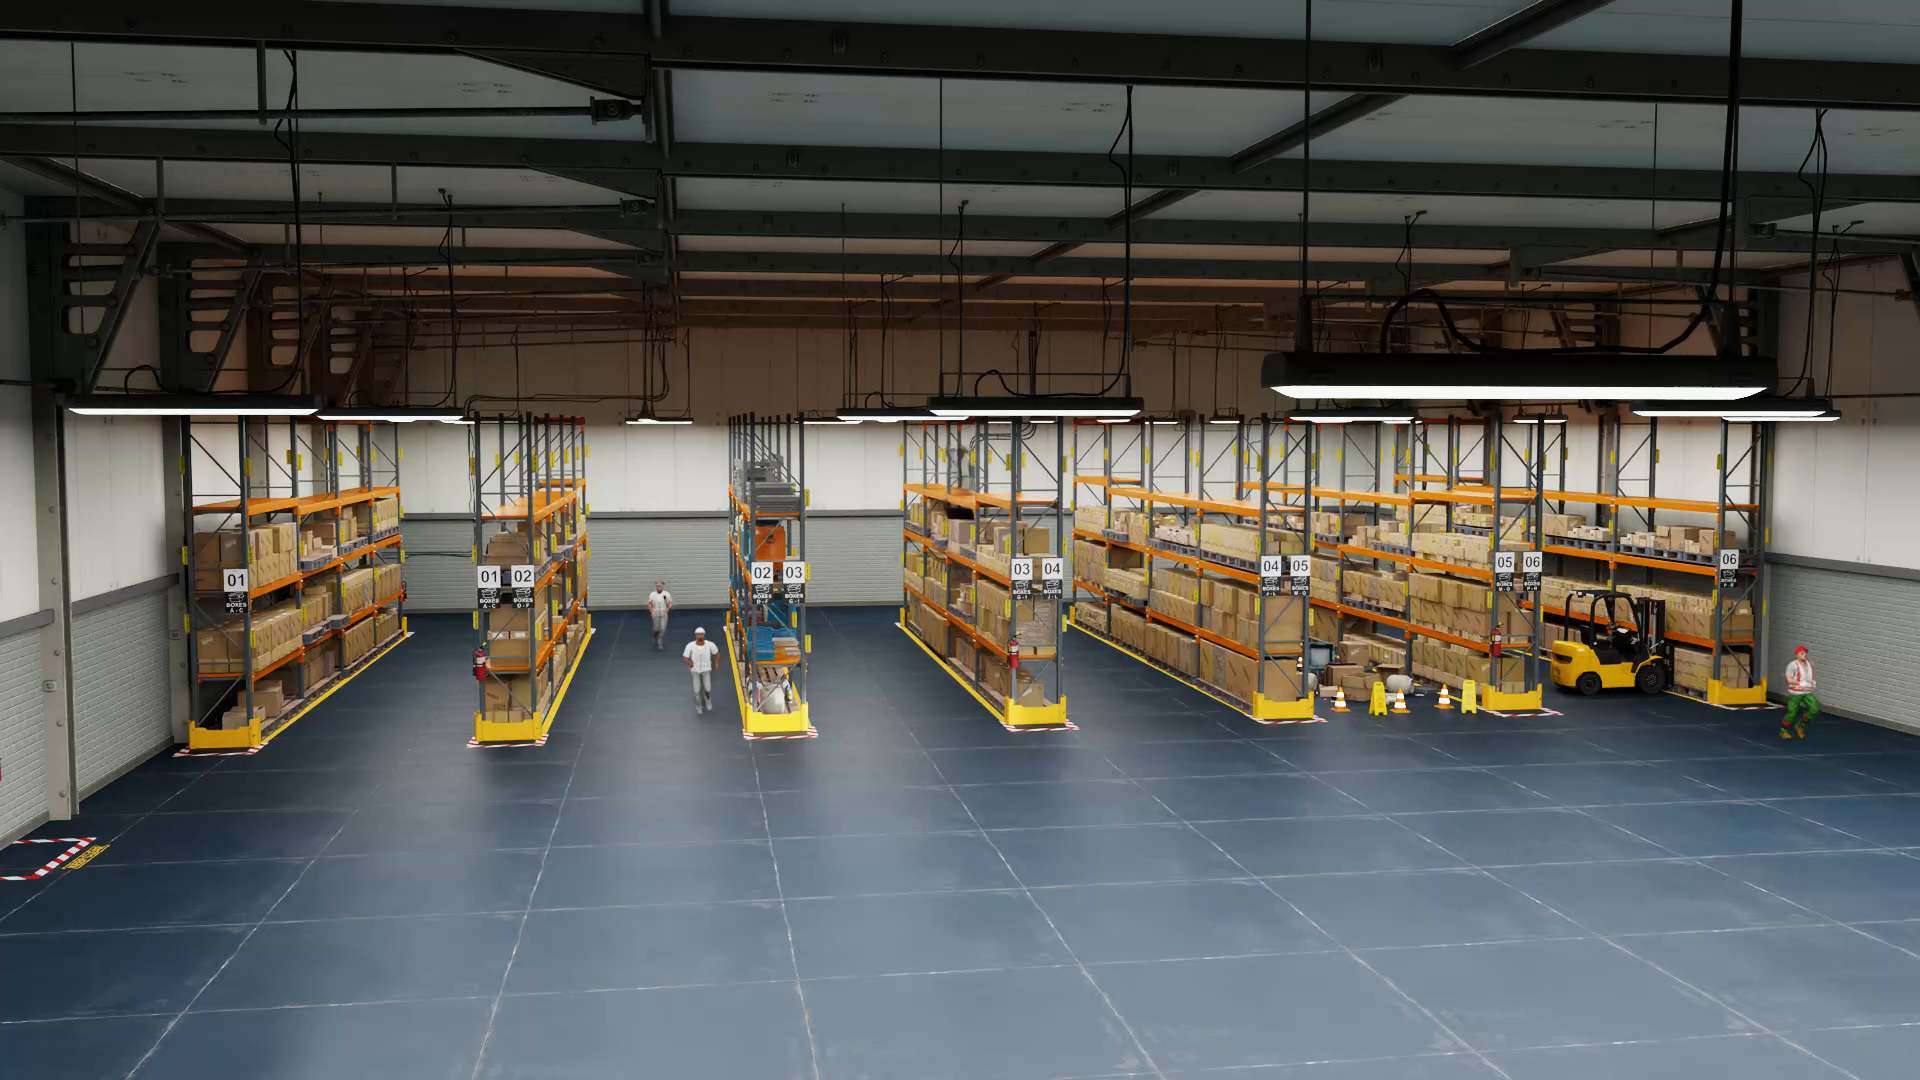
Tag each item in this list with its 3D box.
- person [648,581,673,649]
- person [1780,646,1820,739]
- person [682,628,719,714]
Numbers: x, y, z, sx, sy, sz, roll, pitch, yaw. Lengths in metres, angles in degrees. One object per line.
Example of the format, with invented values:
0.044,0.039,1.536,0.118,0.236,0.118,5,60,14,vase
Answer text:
-7.760,1.928,43.104,0.653,1.758,0.645,-1,4,-10,person
15.274,2.776,30.151,0.684,1.733,0.826,0,4,-6,person
-5.150,2.609,33.075,0.738,1.728,0.582,-1,4,-9,person
